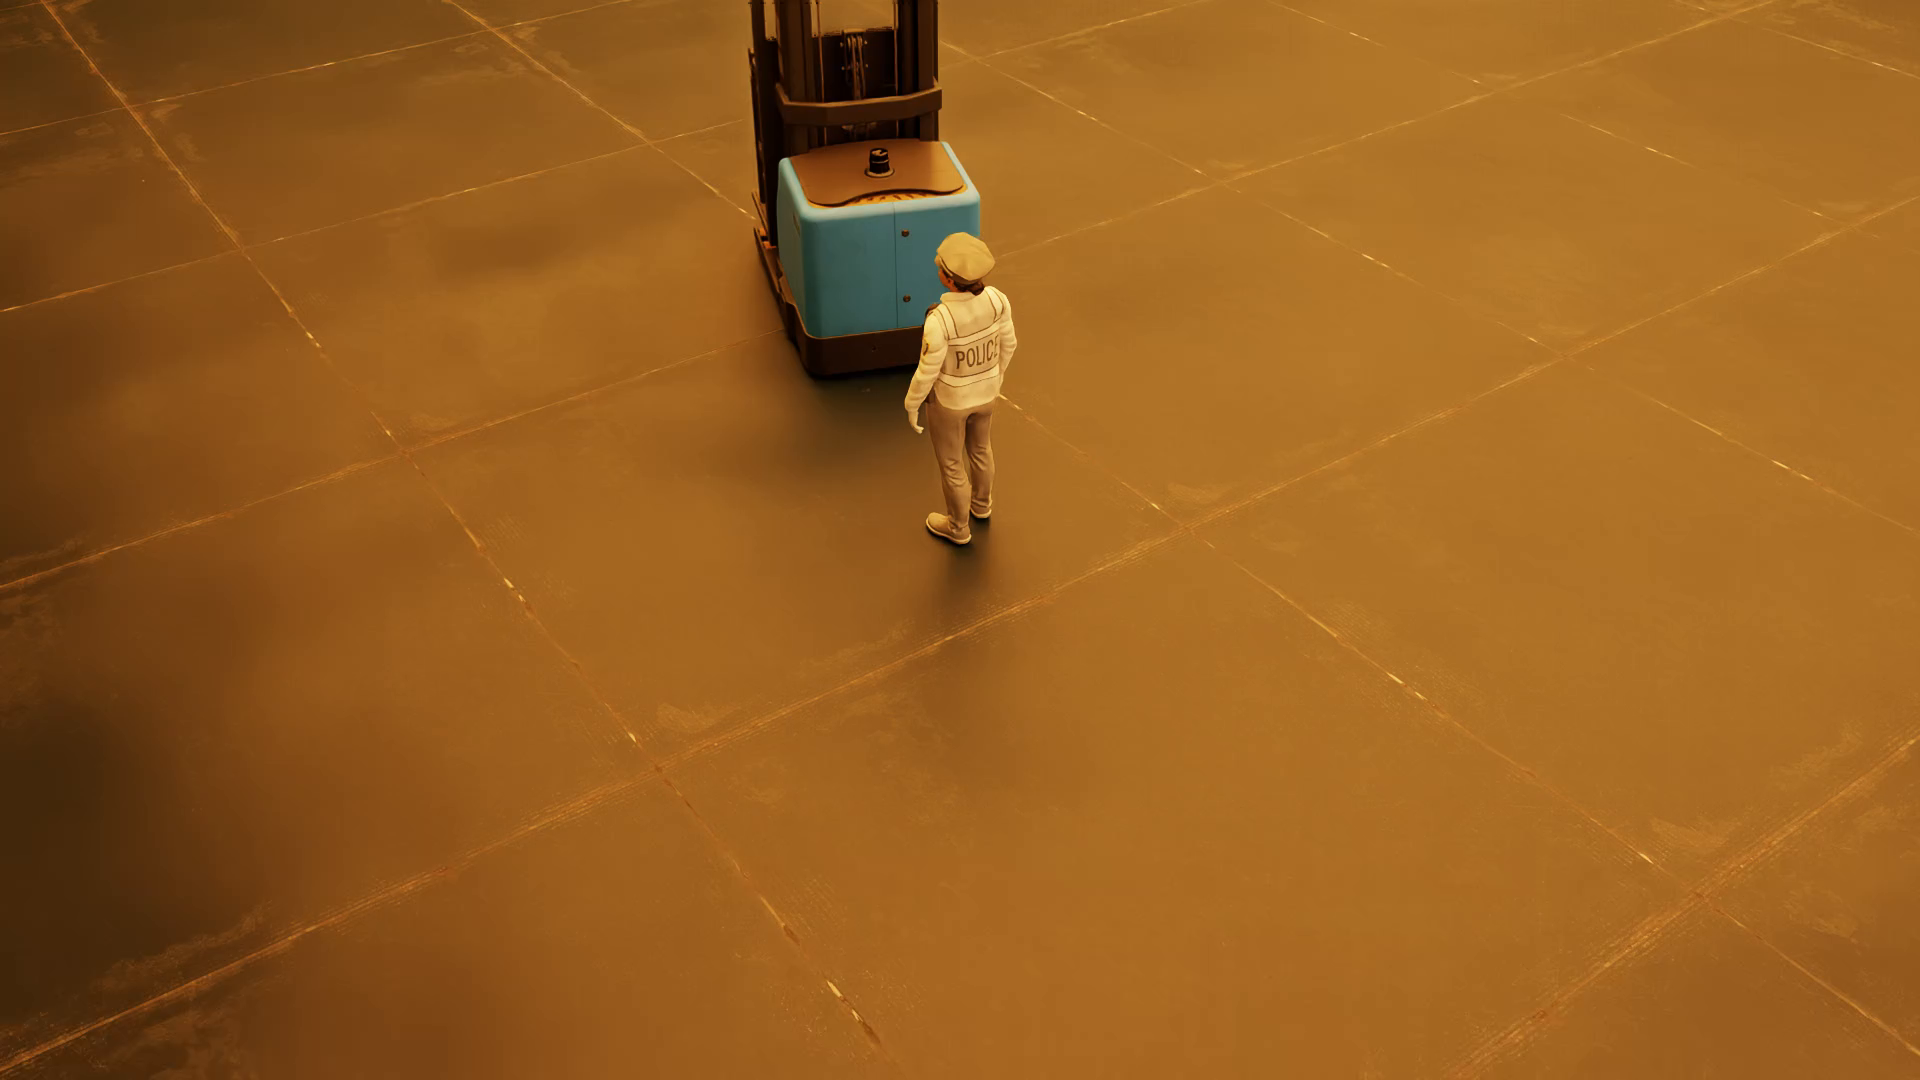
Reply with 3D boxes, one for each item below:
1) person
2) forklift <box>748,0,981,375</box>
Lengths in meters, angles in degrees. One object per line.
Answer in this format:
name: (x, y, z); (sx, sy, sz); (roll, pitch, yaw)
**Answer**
person: (-0.033, -0.722, 7.949); (0.588, 1.696, 0.533); (-23, 42, -28)
forklift: (-0.730, -3.003, 10.007); (1.130, 2.935, 3.031); (-9, 37, -11)
